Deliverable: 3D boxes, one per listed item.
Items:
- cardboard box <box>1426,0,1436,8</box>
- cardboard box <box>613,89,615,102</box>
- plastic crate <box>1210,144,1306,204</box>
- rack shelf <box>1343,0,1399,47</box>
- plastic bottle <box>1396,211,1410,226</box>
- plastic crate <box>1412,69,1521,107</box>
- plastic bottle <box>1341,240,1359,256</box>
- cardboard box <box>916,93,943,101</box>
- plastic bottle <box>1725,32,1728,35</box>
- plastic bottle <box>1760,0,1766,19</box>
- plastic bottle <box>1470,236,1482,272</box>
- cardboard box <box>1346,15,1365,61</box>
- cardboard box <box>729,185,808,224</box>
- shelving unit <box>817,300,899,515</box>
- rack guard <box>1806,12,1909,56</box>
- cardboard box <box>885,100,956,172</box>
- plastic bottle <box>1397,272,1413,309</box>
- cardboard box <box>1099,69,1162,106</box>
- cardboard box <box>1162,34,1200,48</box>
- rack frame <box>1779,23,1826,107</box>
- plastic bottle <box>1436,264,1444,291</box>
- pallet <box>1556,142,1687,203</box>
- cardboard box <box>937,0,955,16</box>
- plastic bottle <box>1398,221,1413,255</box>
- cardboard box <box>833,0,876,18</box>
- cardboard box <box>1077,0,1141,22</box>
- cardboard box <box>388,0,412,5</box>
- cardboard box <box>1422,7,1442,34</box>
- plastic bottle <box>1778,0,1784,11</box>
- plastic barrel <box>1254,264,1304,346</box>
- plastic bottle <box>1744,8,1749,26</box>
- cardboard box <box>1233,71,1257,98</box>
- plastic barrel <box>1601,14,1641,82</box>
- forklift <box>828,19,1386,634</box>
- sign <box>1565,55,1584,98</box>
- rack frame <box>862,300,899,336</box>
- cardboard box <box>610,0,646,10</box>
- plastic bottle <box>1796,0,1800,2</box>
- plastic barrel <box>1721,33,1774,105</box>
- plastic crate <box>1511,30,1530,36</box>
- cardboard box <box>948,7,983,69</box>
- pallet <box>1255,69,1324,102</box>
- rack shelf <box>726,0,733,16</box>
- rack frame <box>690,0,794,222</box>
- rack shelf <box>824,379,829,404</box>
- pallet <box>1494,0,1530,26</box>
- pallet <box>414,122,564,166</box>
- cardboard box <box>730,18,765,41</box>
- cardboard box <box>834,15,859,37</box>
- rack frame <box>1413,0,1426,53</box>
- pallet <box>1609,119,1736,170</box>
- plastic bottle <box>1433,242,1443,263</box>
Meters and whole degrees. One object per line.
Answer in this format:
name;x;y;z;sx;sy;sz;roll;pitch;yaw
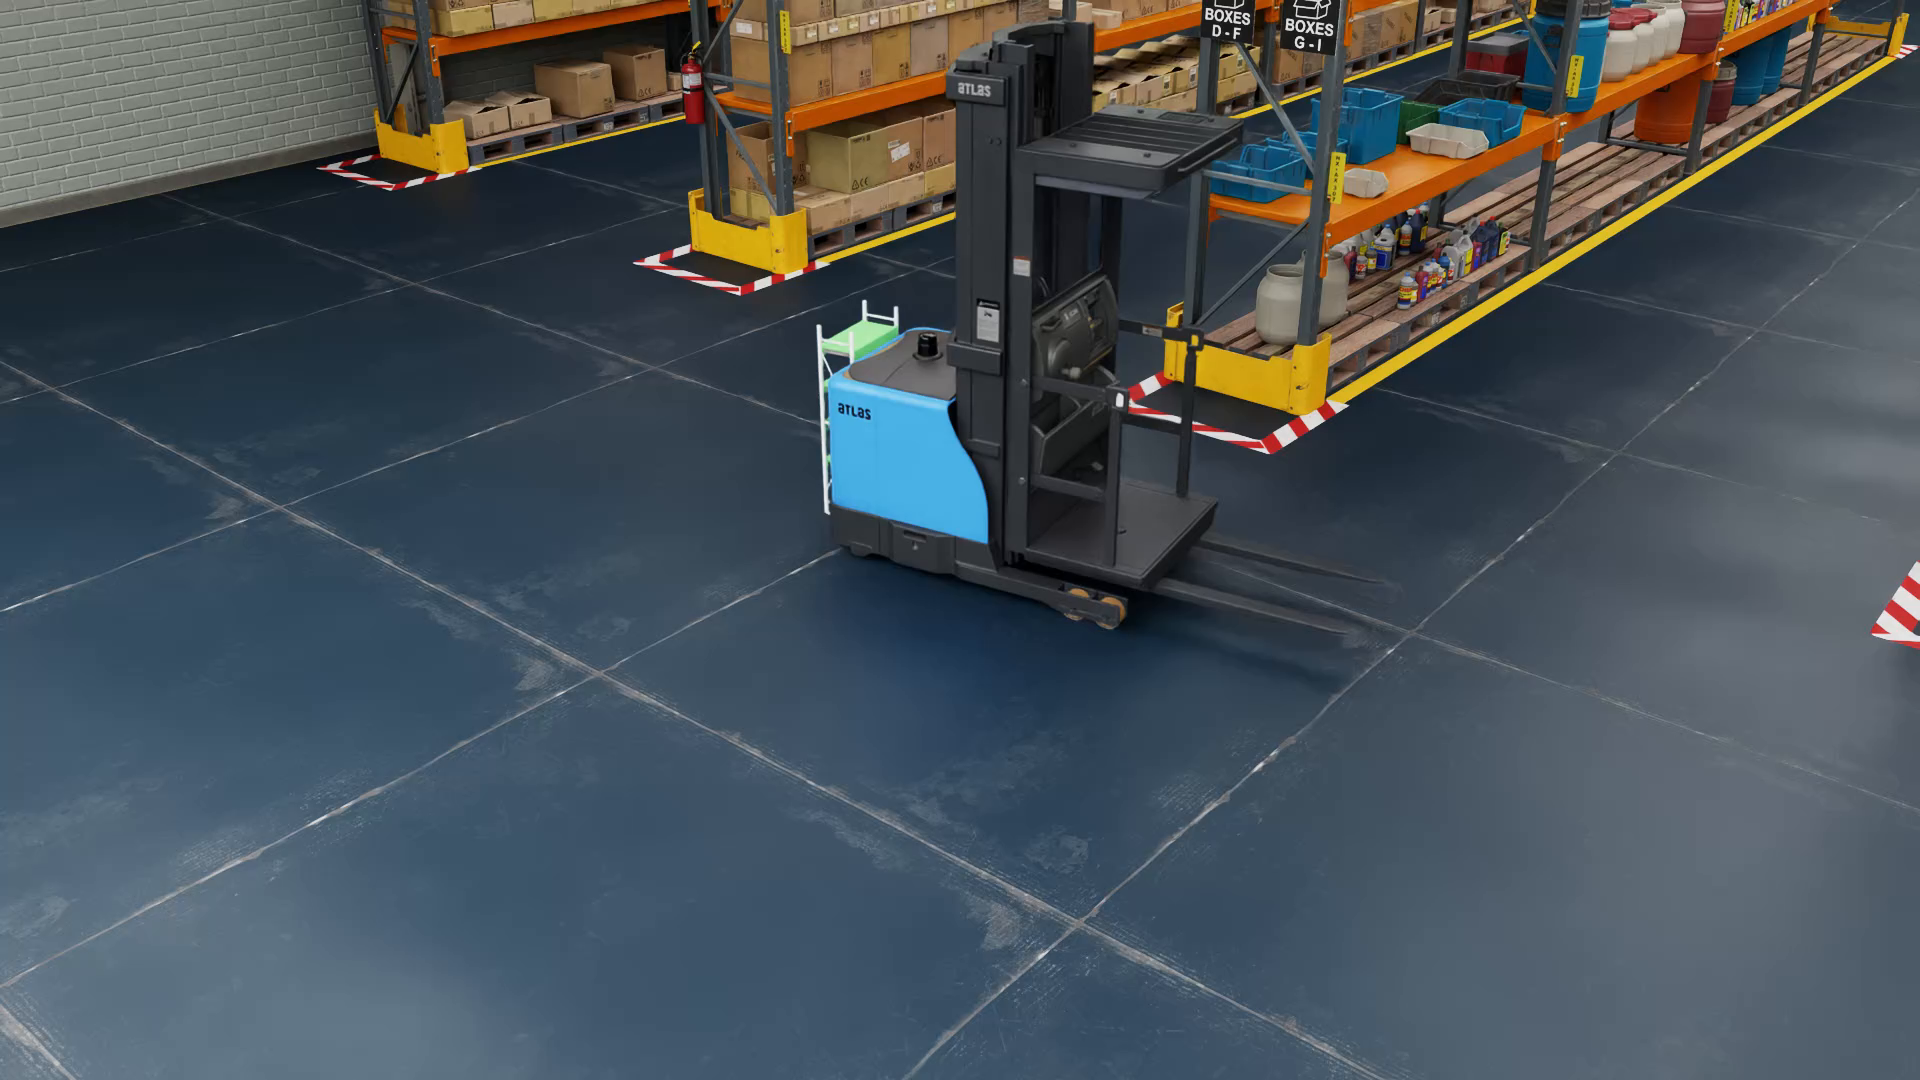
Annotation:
cardboard box;6.429;-7.620;23.662;0.500;0.311;0.500;21;34;34
cardboard box;-4.138;-5.046;18.863;0.380;0.149;0.250;18;32;30
plastic crate;2.083;-2.563;11.602;0.499;0.251;0.616;21;34;34
rack shelf;3.267;-4.086;11.902;1.077;0.370;4.000;21;34;34
plastic bottle;3.706;-2.636;13.986;0.144;0.351;0.185;22;34;36
plastic crate;4.109;-3.606;13.524;0.767;0.338;0.504;21;34;34
plastic bottle;3.095;-2.260;13.339;0.152;0.276;0.135;20;33;33
cardboard box;-0.453;-4.102;16.134;0.500;0.500;0.500;21;34;34
plastic bottle;7.703;-5.235;16.746;0.097;0.271;0.097;0;27;0
plastic bottle;8.438;-5.645;17.537;0.097;0.271;0.097;0;27;0
plastic bottle;4.159;-2.321;13.449;0.061;0.283;0.133;23;35;38
cardboard box;4.754;-6.363;21.026;0.500;0.500;0.500;19;33;33
cardboard box;-1.711;-3.055;14.926;0.500;0.250;0.500;21;34;34
shelving unit;-0.591;-0.768;9.929;0.258;1.200;0.503;14;31;26
rack guard;12.178;-6.939;22.619;1.175;0.500;0.348;21;34;34
cardboard box;-0.356;-3.768;15.488;0.500;0.500;0.500;21;34;34
plastic bottle;3.389;-1.899;12.648;0.097;0.271;0.097;0;27;0
cardboard box;1.826;-4.879;17.842;0.500;0.311;0.500;19;33;33
cardboard box;2.704;-5.764;19.553;0.500;0.311;0.500;22;35;36
rack frame;9.628;-6.619;19.280;1.000;3.000;0.127;21;34;34
plastic bottle;3.734;-2.061;13.035;0.097;0.201;0.097;0;27;0
pallet;6.561;-3.699;16.670;1.003;0.211;1.213;21;34;34
cardboard box;-0.263;-4.860;15.065;0.380;0.149;0.250;22;35;36
plastic bottle;3.707;-2.514;13.836;0.097;0.271;0.097;0;27;0
cardboard box;-1.154;-4.802;14.248;0.700;0.500;0.500;20;33;33
cardboard box;1.556;-5.730;17.453;0.500;0.500;0.500;24;36;38
cardboard box;-5.513;-5.764;16.953;0.500;0.500;0.500;20;34;34
cardboard box;6.242;-7.155;22.763;0.500;0.311;0.500;21;34;34
plastic bottle;8.841;-5.891;18.008;0.152;0.276;0.135;21;34;34
plastic barrel;2.355;-1.701;12.025;0.421;0.512;0.421;0;27;0
plastic bottle;8.083;-5.416;17.170;0.097;0.201;0.097;0;27;0
cardboard box;3.118;-5.357;19.376;0.500;0.250;0.500;22;34;36
plastic barrel;5.784;-4.378;14.800;0.433;0.535;0.433;0;27;0
forklift;0.792;-1.108;8.702;3.031;2.935;1.130;14;31;26
sign;4.957;-3.741;13.415;0.100;0.325;0.005;21;34;34
rack frame;-0.472;-0.866;10.119;0.240;1.200;0.015;14;31;26
cardboard box;-3.804;-6.006;18.238;0.500;0.250;0.500;21;34;34
plastic bottle;9.296;-6.175;18.476;0.144;0.351;0.185;21;34;34
plastic barrel;8.819;-5.434;18.817;0.600;0.901;0.708;21;34;34
plastic crate;5.001;-4.257;14.732;0.392;0.384;0.575;21;34;34
cardboard box;-0.210;-4.751;15.560;0.700;0.500;0.500;21;34;35
pallet;3.768;-5.665;20.470;1.003;0.211;1.213;21;34;34
rack shelf;-1.833;-7.067;20.930;1.077;0.370;4.000;21;34;34
rack frame;-1.824;-3.813;13.856;1.000;3.000;0.127;21;34;34
rack shelf;-0.591;-0.925;9.849;0.258;0.148;0.480;14;31;26
pallet;7.798;-7.937;24.864;1.003;0.211;1.213;21;34;34
pallet;-5.057;-4.326;17.882;1.003;0.211;1.213;21;34;34
cardboard box;-1.728;-4.337;14.054;0.380;0.149;0.250;20;33;34
cardboard box;-1.083;-4.404;14.184;0.380;0.149;0.250;21;34;35
rack frame;5.808;-8.068;22.081;1.000;3.000;0.127;21;34;34
pallet;7.553;-4.254;17.743;1.003;0.211;1.213;21;34;34
plastic bottle;3.836;-2.251;13.313;0.061;0.283;0.133;21;34;34
